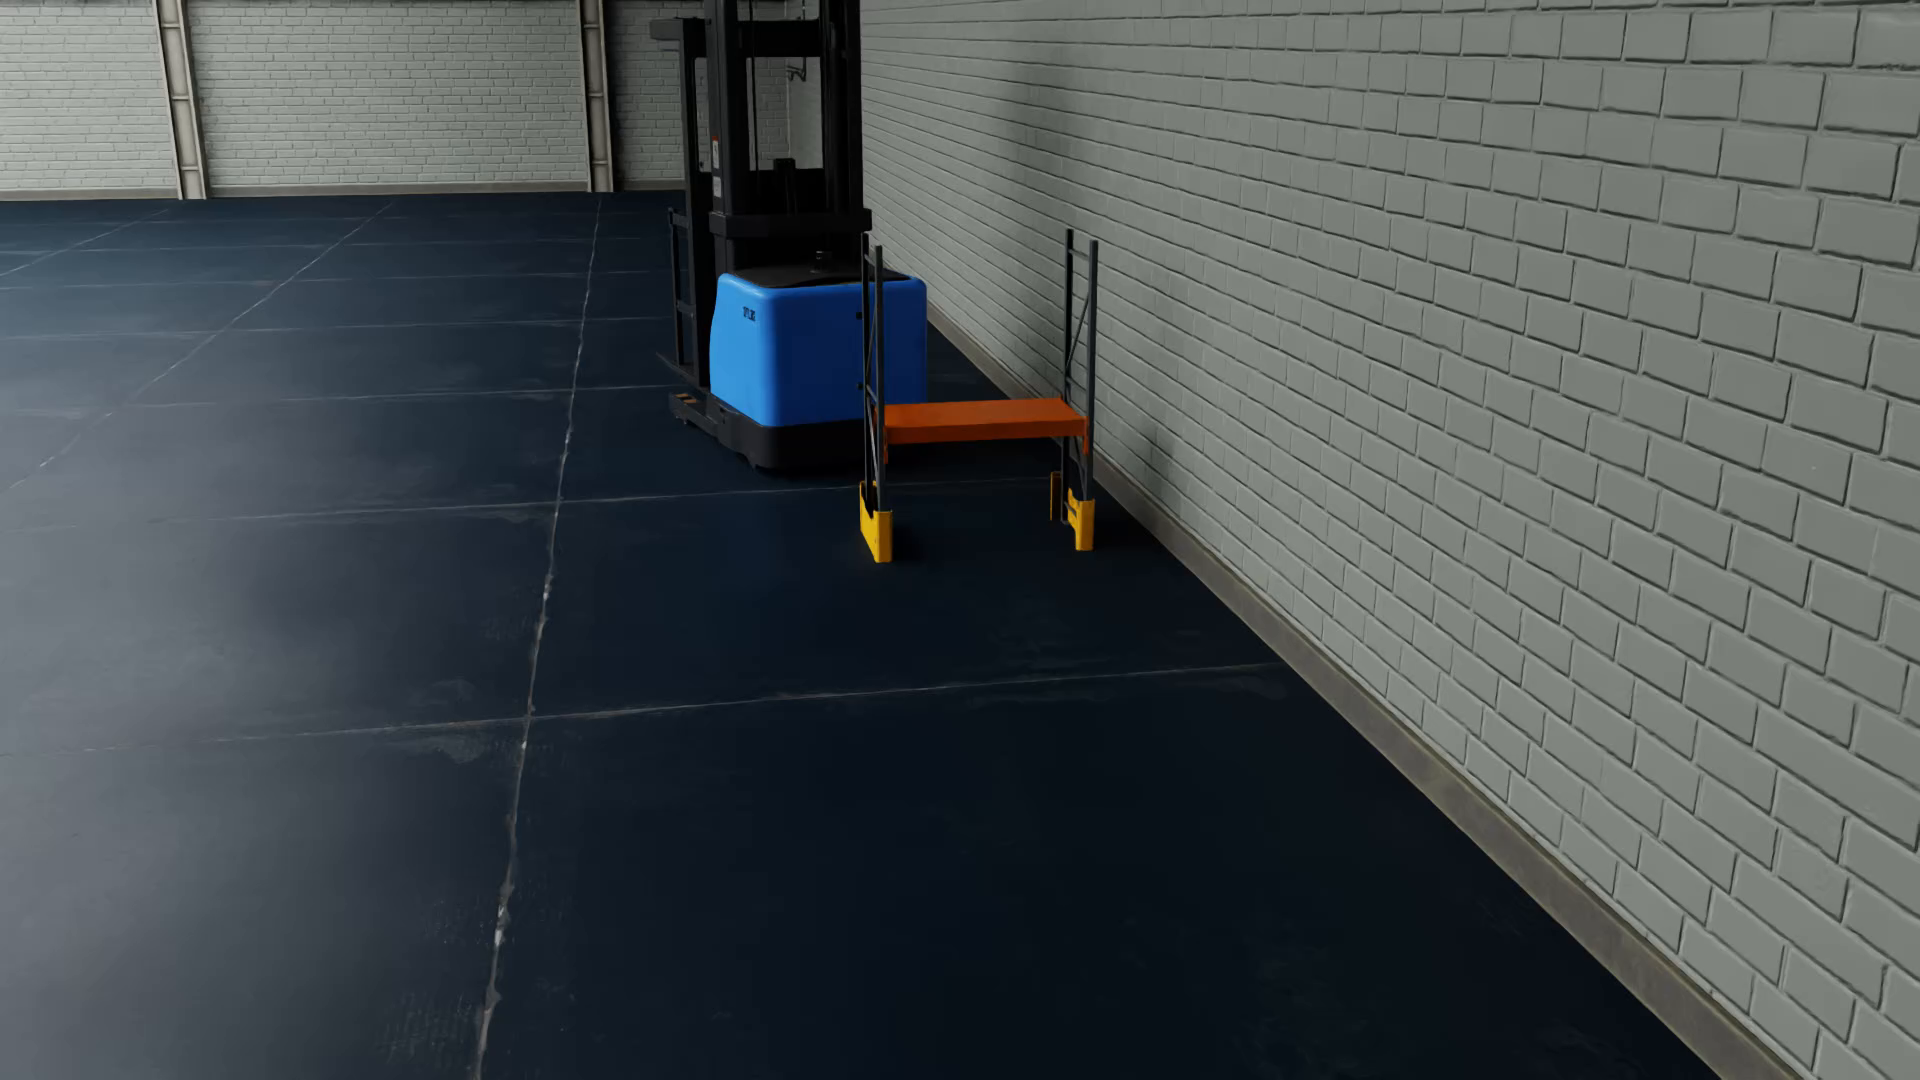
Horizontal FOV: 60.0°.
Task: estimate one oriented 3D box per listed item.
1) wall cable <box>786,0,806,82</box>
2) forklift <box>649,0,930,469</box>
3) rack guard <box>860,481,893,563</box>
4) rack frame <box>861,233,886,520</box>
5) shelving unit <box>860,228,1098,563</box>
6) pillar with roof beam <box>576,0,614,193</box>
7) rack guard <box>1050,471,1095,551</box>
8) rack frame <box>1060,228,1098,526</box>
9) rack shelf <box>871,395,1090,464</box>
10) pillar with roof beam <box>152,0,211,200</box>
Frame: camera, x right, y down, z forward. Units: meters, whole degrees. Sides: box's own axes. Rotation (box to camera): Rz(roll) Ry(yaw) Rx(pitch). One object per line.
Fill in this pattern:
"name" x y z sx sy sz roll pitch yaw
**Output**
"wall cable" -2.504 -8.086 24.600 0.112 2.526 3.097 -3 17 -10
"forklift" -1.256 -2.191 10.455 1.130 2.935 3.031 -8 19 -24
"rack guard" -0.414 -0.096 8.199 0.087 0.250 0.587 -3 17 -10
"rack frame" -0.415 -0.693 8.015 0.032 1.500 0.500 -3 17 -10
"shelving unit" 0.075 -0.721 8.105 1.083 1.500 0.587 -3 17 -10
"pillar with roof beam" -4.830 -8.546 20.810 0.400 9.000 9.100 -3 17 -10
"rack guard" 0.564 -0.151 8.379 0.087 0.250 0.587 -3 17 -10
"rack frame" 0.583 -0.750 8.199 0.032 1.500 0.500 -3 17 -10
"rack shelf" 0.084 -0.550 8.160 1.000 0.185 0.538 -3 17 -10
"pillar with roof beam" -10.721 -8.212 19.722 0.400 9.000 9.100 -3 17 -10
